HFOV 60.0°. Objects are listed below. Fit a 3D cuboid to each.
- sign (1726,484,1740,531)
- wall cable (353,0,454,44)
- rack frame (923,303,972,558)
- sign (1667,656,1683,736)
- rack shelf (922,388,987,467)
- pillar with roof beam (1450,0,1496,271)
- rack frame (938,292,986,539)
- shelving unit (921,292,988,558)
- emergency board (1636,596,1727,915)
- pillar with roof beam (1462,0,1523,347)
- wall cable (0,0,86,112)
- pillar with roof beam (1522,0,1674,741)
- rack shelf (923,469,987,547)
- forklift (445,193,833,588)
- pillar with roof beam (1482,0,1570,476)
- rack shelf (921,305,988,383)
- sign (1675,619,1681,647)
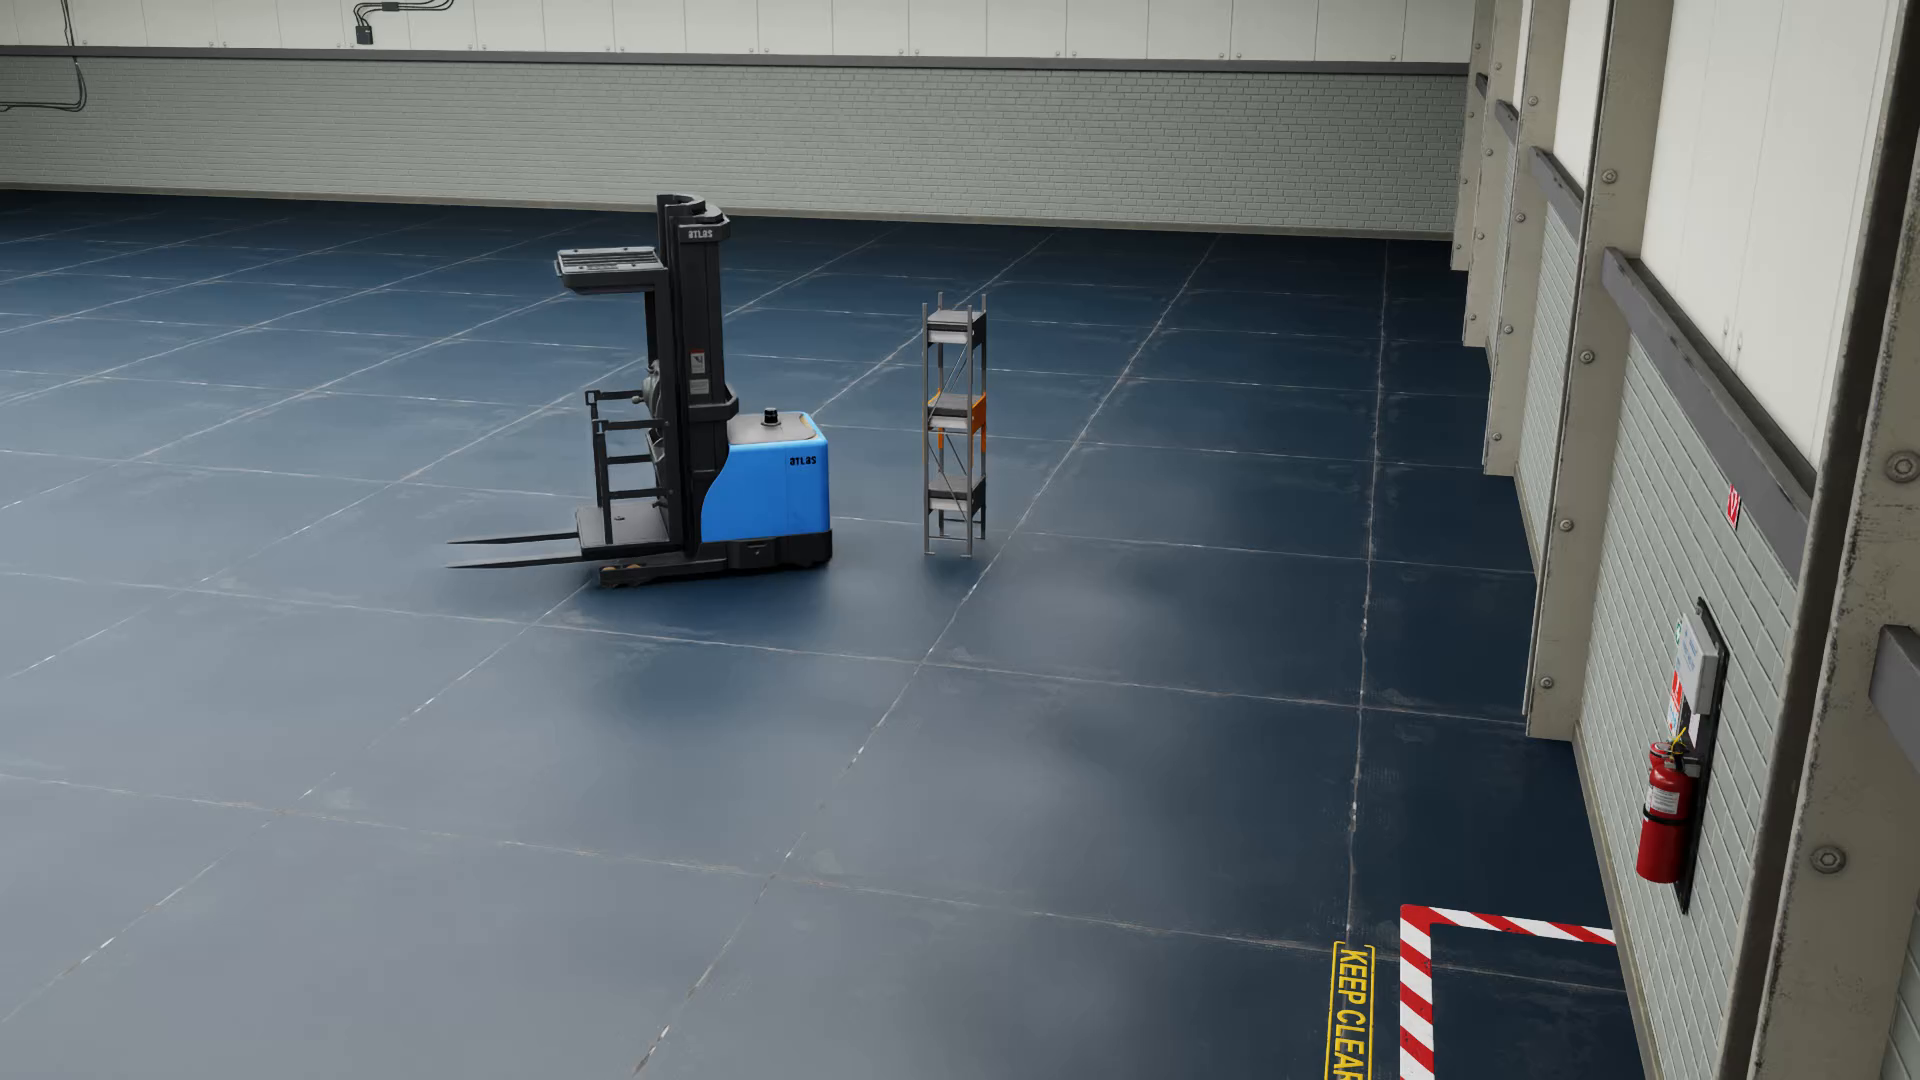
[{"bbox_3d":[3.062,-0.206,6.562,0.001,0.298,0.199,5,19,13],"label":"sign"},{"bbox_3d":[-11.155,-12.865,32.669,2.305,6.003,0.169,5,19,13],"label":"wall cable"},{"bbox_3d":[-0.100,-0.865,13.472,0.400,2.100,0.015,5,19,13],"label":"rack frame"},{"bbox_3d":[3.198,0.704,7.431,0.001,0.329,0.234,5,19,13],"label":"sign"},{"bbox_3d":[-0.040,-0.929,13.701,0.431,0.518,0.480,5,19,13],"label":"rack shelf"},{"bbox_3d":[4.012,-9.044,26.743,9.100,9.000,0.400,5,19,13],"label":"pillar with roof beam"},{"bbox_3d":[0.019,-1.018,13.920,0.400,2.100,0.015,5,19,13],"label":"rack frame"},{"bbox_3d":[-0.040,-0.942,13.696,0.431,2.100,0.503,5,19,13],"label":"shelving unit"},{"bbox_3d":[2.963,0.886,6.953,0.194,1.169,0.643,5,19,13],"label":"emergency board"},{"bbox_3d":[2.546,-7.163,21.237,9.100,9.000,0.400,5,19,13],"label":"pillar with roof beam"},{"bbox_3d":[-20.357,-10.541,35.930,3.097,2.526,0.112,5,19,13],"label":"wall cable"},{"bbox_3d":[-0.386,-3.402,10.225,9.100,9.000,0.400,5,19,13],"label":"pillar with roof beam"},{"bbox_3d":[-0.040,-0.266,13.927,0.431,0.518,0.480,5,19,13],"label":"rack shelf"},{"bbox_3d":[-2.616,-1.197,13.157,3.031,2.935,1.130,-5,19,-14],"label":"forklift"},{"bbox_3d":[1.080,-5.283,15.731,9.100,9.000,0.400,5,19,13],"label":"pillar with roof beam"},{"bbox_3d":[-0.040,-1.591,13.474,0.431,0.518,0.480,5,19,13],"label":"rack shelf"},{"bbox_3d":[3.188,0.454,7.343,0.001,0.109,0.331,5,19,13],"label":"sign"}]
